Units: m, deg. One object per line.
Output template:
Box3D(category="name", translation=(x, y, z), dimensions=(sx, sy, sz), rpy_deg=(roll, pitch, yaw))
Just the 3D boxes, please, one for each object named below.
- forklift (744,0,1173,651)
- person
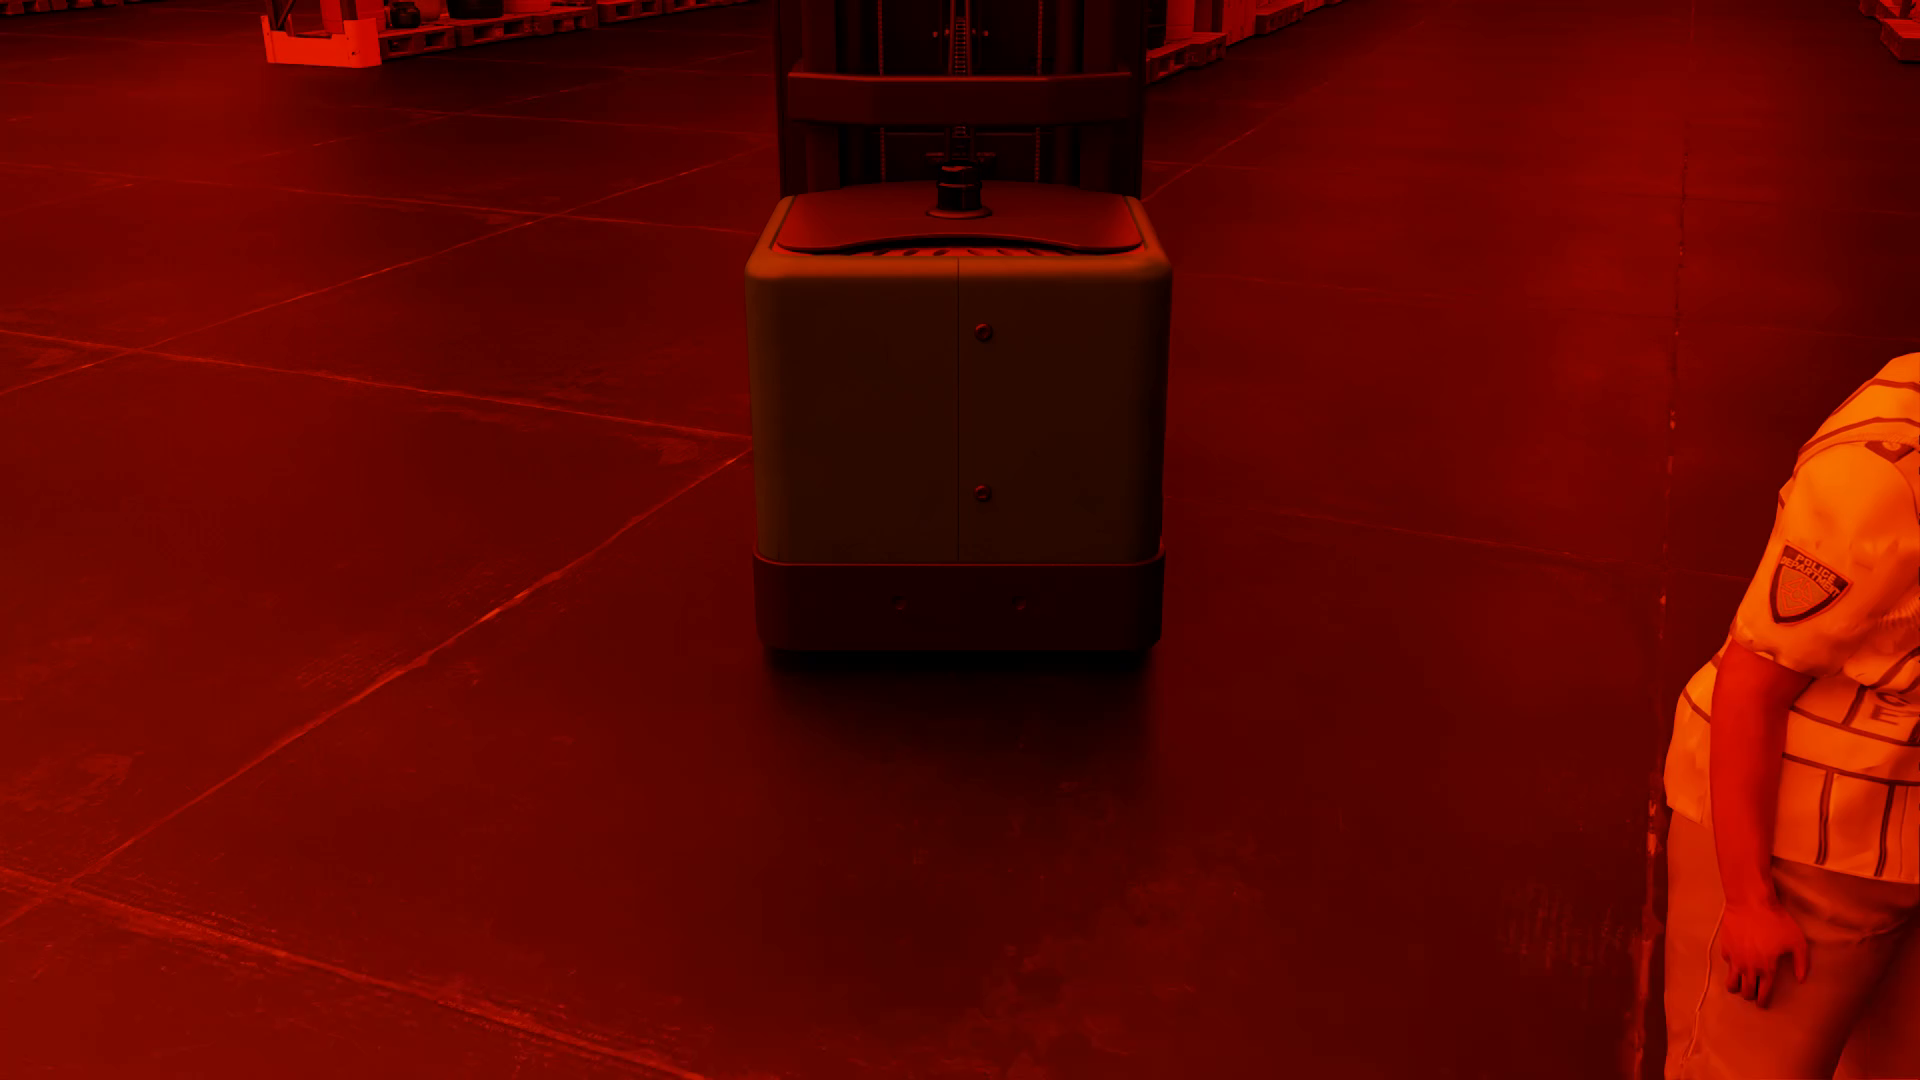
Box3D(category="forklift", translation=(0.002, -1.587, 5.089), dimensions=(1.130, 2.935, 3.031), rpy_deg=(0, 23, 0))
Box3D(category="person", translation=(1.103, 0.389, 2.004), dimensions=(0.564, 1.667, 0.463), rpy_deg=(-9, 24, -20))
